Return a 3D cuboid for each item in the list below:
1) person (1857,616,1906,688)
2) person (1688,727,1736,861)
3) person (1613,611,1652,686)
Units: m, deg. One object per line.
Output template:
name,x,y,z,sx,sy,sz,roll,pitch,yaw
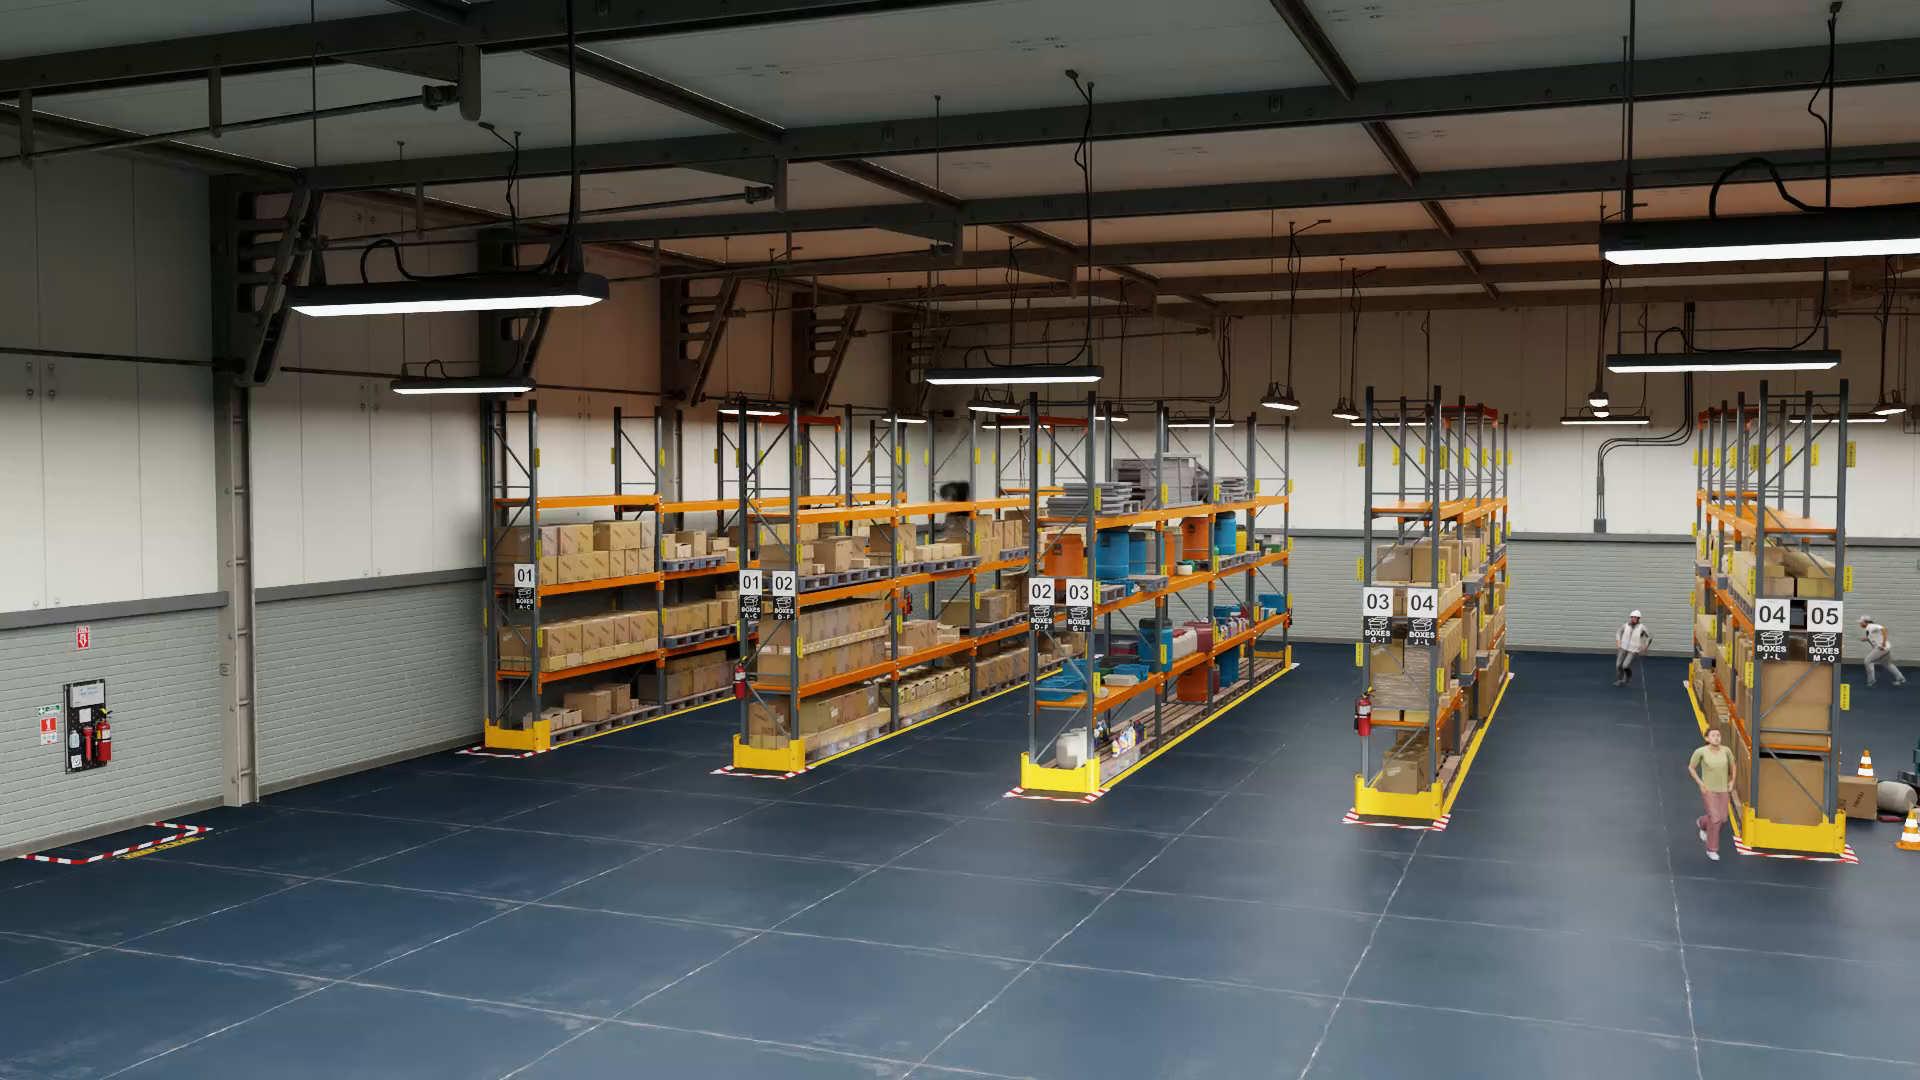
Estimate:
person,20.075,2.464,36.254,0.969,1.612,0.645,1,3,21
person,9.463,3.164,20.962,0.580,1.662,0.630,0,3,3
person,14.643,2.384,36.301,0.773,1.671,0.528,3,4,43
